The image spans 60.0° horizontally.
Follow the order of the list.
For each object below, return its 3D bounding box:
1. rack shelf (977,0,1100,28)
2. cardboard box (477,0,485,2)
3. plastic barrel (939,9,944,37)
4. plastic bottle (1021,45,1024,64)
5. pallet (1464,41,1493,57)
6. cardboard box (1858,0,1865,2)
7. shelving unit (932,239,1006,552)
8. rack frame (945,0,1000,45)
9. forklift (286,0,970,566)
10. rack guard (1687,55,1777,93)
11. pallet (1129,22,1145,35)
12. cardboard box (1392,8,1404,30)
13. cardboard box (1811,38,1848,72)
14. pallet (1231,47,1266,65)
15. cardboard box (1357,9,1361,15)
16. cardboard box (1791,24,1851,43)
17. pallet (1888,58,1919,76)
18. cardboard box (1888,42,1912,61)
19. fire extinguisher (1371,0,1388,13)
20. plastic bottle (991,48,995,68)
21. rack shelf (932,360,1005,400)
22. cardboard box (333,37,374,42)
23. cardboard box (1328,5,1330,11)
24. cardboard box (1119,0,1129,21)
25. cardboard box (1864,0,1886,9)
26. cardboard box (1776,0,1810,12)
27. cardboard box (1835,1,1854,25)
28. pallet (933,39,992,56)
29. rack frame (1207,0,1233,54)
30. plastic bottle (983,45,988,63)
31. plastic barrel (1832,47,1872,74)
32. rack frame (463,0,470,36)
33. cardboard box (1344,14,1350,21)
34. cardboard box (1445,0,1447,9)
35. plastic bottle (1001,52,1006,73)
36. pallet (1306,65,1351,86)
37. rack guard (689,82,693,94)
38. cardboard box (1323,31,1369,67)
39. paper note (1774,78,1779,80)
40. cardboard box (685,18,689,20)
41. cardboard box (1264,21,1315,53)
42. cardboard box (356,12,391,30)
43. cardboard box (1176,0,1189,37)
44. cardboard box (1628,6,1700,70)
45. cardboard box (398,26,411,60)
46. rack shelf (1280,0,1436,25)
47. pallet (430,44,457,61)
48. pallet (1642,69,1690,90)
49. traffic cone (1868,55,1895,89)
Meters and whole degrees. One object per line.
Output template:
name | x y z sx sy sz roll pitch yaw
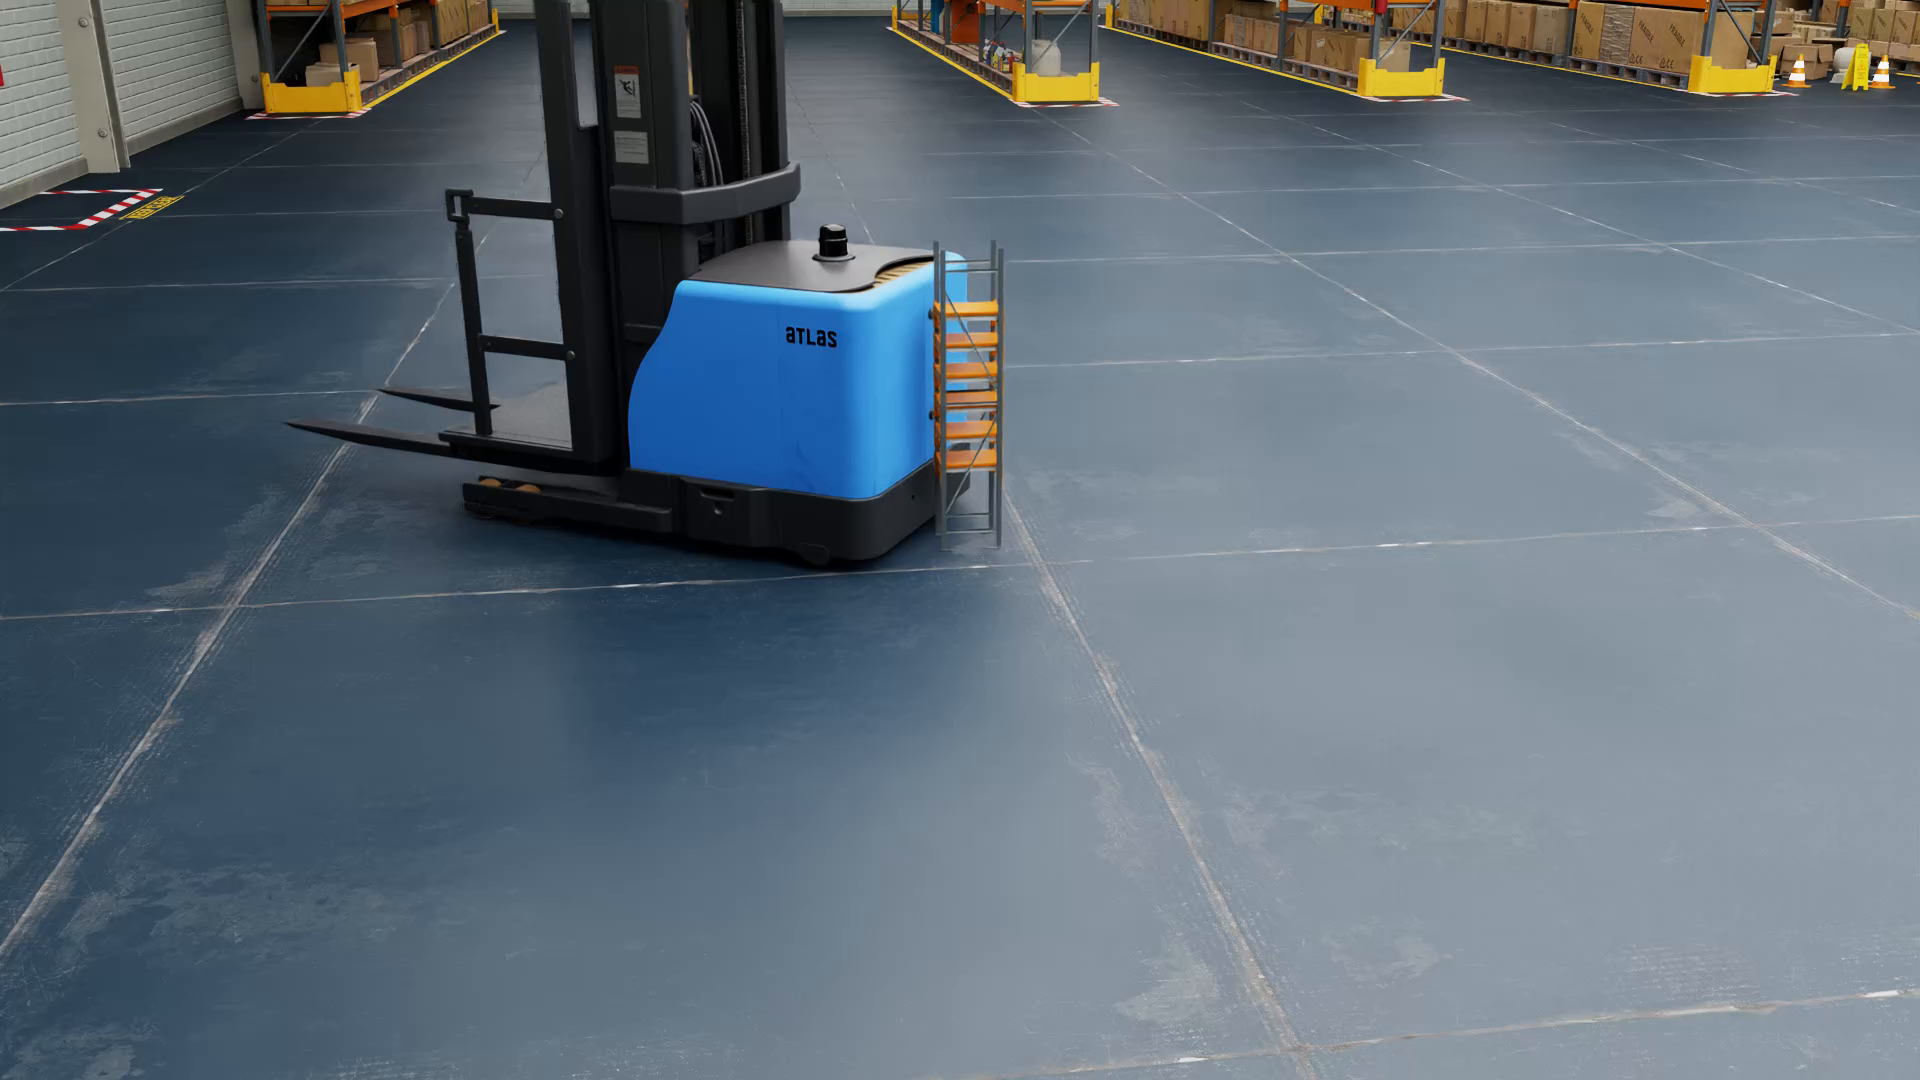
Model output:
rack shelf | 1.090 -7.840 24.449 1.077 0.370 4.000 -3 21 -8
cardboard box | -10.295 -11.493 35.247 0.380 0.149 0.250 -2 21 -6
plastic barrel | -0.195 -10.036 32.256 0.421 0.512 0.421 0 20 0
plastic bottle | 1.037 -7.619 25.986 0.144 0.351 0.185 -3 21 -8
pallet | 10.088 -9.137 30.877 1.003 0.211 1.213 -3 21 -8
cardboard box | 19.273 -11.470 35.184 0.380 0.149 0.250 -3 21 -8
shelving unit | 0.032 -0.552 6.480 0.258 1.200 0.189 -3 21 -8
rack frame | 0.225 -10.255 29.885 1.000 3.000 0.127 -3 21 -8
forklift | -1.522 -1.594 6.794 3.031 2.935 1.130 8 22 22
rack guard | 11.206 -6.770 24.129 1.175 0.500 0.348 -3 21 -8
pallet | 4.338 -11.274 36.599 1.003 0.211 1.213 -3 21 -8
cardboard box | 9.317 -10.861 34.481 0.500 0.500 0.500 -2 21 -6
cardboard box | 14.318 -8.010 27.444 0.500 0.500 0.500 12 24 29
pallet | 5.410 -8.506 29.189 1.003 0.211 1.213 -3 21 -8
cardboard box | 8.991 -11.656 36.686 0.380 0.149 0.250 -4 21 -10
cardboard box | 15.324 -9.015 29.722 0.950 0.372 0.625 -2 21 -4
pallet | 15.820 -7.659 26.921 1.003 0.211 1.213 -3 21 -8
cardboard box | 15.495 -7.942 27.024 0.500 0.250 0.500 -3 21 -8
fire extinguisher | 5.840 -7.636 22.983 0.296 0.674 0.183 -3 21 -8
plastic bottle | 0.517 -7.378 25.437 0.061 0.283 0.133 -2 21 -5
rack shelf | 0.032 -0.623 6.454 0.258 0.103 0.180 -3 21 -8
cardboard box | -8.813 -7.048 24.243 0.500 0.500 0.500 -4 21 -12
cardboard box | 8.717 -12.296 38.399 0.380 0.149 0.250 -2 21 -5
cardboard box | 4.145 -12.258 37.686 0.875 0.875 0.875 -3 21 -8
cardboard box | 15.286 -8.919 27.640 0.380 0.149 0.250 -3 21 -7
cardboard box | 18.920 -12.178 38.006 0.700 0.500 0.500 -4 21 -10
cardboard box | 19.201 -11.304 35.667 0.500 0.500 0.500 -3 21 -8
pallet | 0.070 -9.219 31.098 1.003 0.211 1.213 -3 21 -8
rack frame | 5.126 -10.504 30.554 1.000 3.000 0.127 -3 21 -8
plastic bottle | 0.414 -7.665 26.223 0.097 0.271 0.097 0 20 0
plastic barrel | 14.290 -7.666 26.637 0.512 0.421 0.421 12 24 30
rack frame | -10.155 -11.140 32.255 1.000 3.000 0.127 -3 21 -8
cardboard box | 8.825 -11.713 37.264 0.380 0.149 0.250 -4 21 -10
cardboard box | 9.608 -10.495 32.428 0.500 0.250 0.500 -3 21 -7
plastic bottle | 0.645 -7.072 24.616 0.061 0.283 0.133 -2 21 -6
pallet | 6.014 -7.159 25.583 1.003 0.211 1.213 -3 21 -8
rack guard | -3.520 -6.057 22.219 1.175 0.500 0.348 -3 21 -8
cardboard box | 5.978 -7.596 25.739 0.500 0.500 0.500 -5 21 -13
paper note | 12.662 -7.172 25.878 0.144 0.017 0.142 4 21 11
cardboard box | -4.263 -7.532 24.853 0.500 0.500 0.500 -3 21 -8
cardboard box | 5.586 -8.534 28.223 0.700 0.500 0.500 -3 21 -8
cardboard box | -9.191 -8.163 26.156 0.500 0.250 0.500 -3 21 -9
cardboard box | 4.927 -10.255 32.322 1.225 0.875 0.875 -3 21 -8
cardboard box | 10.910 -7.687 25.447 0.875 0.875 0.875 -3 21 -9
cardboard box | -9.282 -8.014 26.830 0.700 0.500 0.500 -3 21 -7
rack shelf | 5.991 -8.090 25.118 1.077 0.370 4.000 -3 21 -8
pallet | -9.617 -8.725 29.776 1.003 0.211 1.213 -3 21 -8
pallet | 11.010 -6.916 24.933 1.003 0.211 1.213 -3 21 -8
traffic cone | 13.698 -6.956 24.679 0.336 0.463 0.334 -3 21 -8
